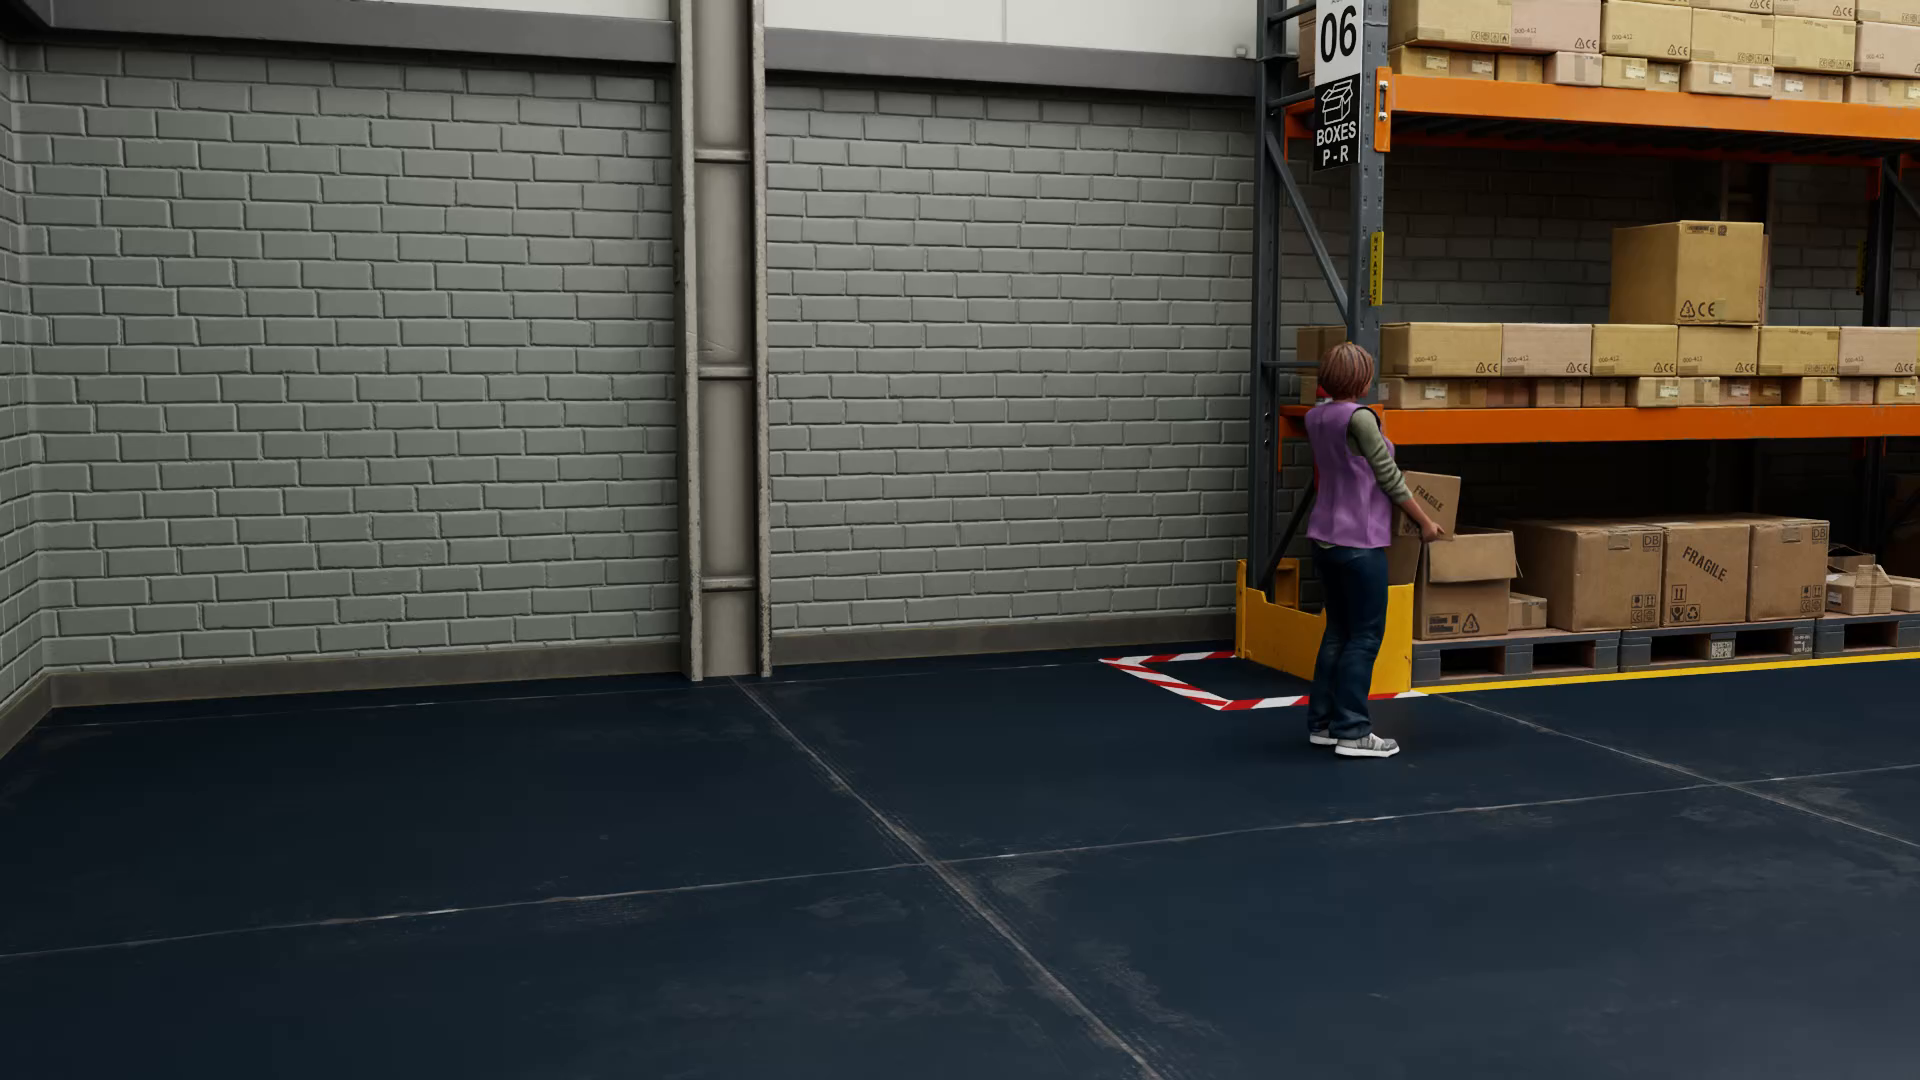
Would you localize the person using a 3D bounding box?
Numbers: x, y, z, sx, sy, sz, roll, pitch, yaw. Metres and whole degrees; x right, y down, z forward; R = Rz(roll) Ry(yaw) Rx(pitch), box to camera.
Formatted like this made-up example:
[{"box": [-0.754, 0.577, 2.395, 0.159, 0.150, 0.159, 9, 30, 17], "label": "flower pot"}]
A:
[{"box": [1.599, 0.032, 6.482, 0.490, 1.596, 0.404, -2, 6, -18], "label": "person"}]
